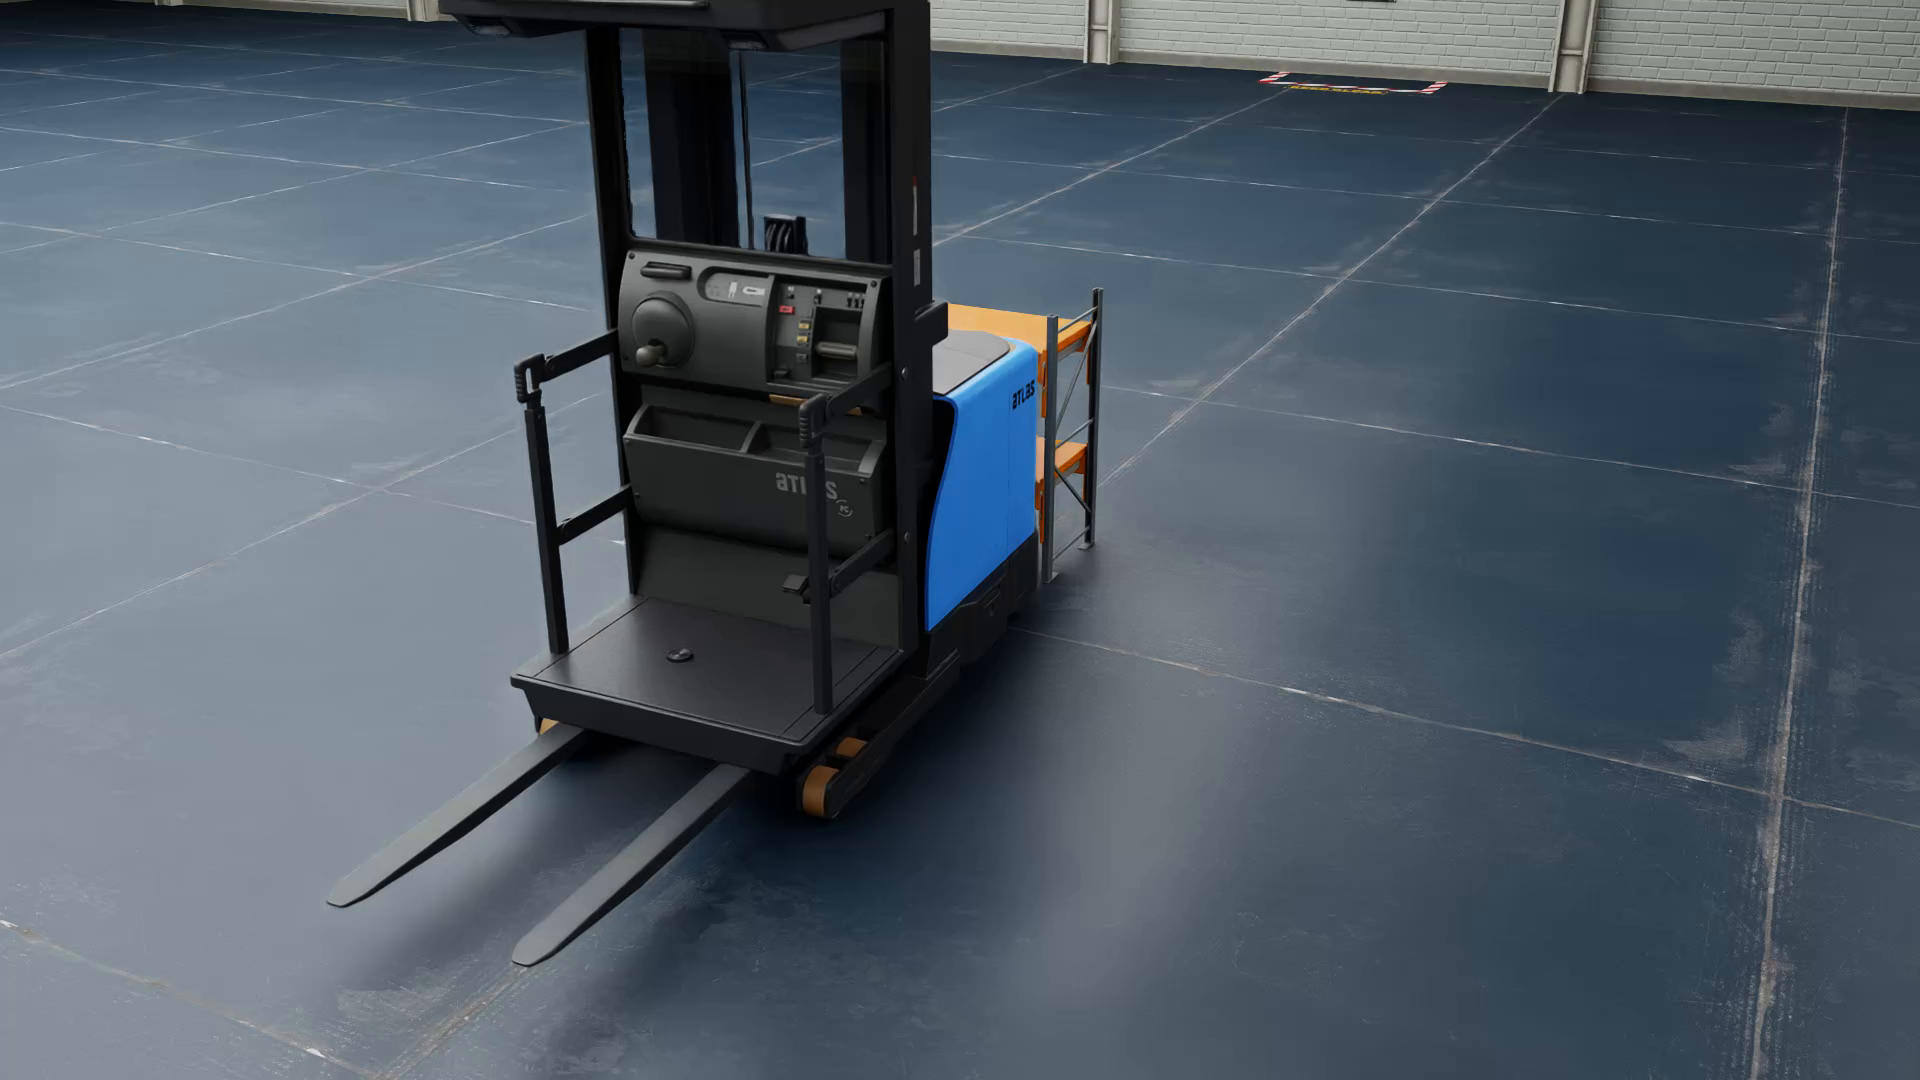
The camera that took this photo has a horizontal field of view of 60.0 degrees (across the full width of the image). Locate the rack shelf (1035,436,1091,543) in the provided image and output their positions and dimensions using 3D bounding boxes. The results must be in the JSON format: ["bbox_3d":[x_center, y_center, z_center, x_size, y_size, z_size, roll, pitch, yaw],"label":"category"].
[{"bbox_3d":[0.006,-0.291,7.123,1.000,0.278,0.538,11,25,25],"label":"rack shelf"}]

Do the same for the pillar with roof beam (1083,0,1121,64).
[{"bbox_3d":[-0.047,-9.058,17.051,0.400,9.000,9.100,11,25,25],"label":"pillar with roof beam"}]

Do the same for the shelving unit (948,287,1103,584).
[{"bbox_3d":[0.006,-0.516,7.027,1.048,1.125,0.538,11,25,25],"label":"shelving unit"}]

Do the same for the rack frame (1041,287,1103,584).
[{"bbox_3d":[0.460,-0.427,6.816,0.032,1.125,0.500,11,25,25],"label":"rack frame"}]

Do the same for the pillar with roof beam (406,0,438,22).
[{"bbox_3d":[-10.756,-11.177,22.033,0.400,9.000,9.100,11,25,25],"label":"pillar with roof beam"}]

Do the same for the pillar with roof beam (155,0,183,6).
[{"bbox_3d":[-16.110,-12.236,24.525,0.400,9.000,9.100,11,25,25],"label":"pillar with roof beam"}]

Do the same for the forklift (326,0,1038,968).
[{"bbox_3d":[-0.759,-0.668,5.076,1.130,2.935,3.031,10,25,22],"label":"forklift"}]

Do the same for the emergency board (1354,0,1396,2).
[{"bbox_3d":[5.063,-7.199,20.345,0.626,1.169,0.157,11,25,25],"label":"emergency board"}]

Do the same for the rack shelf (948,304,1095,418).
[{"bbox_3d":[0.006,-0.786,6.913,1.000,0.278,0.538,11,25,25],"label":"rack shelf"}]

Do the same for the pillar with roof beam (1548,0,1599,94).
[{"bbox_3d":[5.308,-7.999,14.560,0.400,9.000,9.100,11,25,25],"label":"pillar with roof beam"}]
